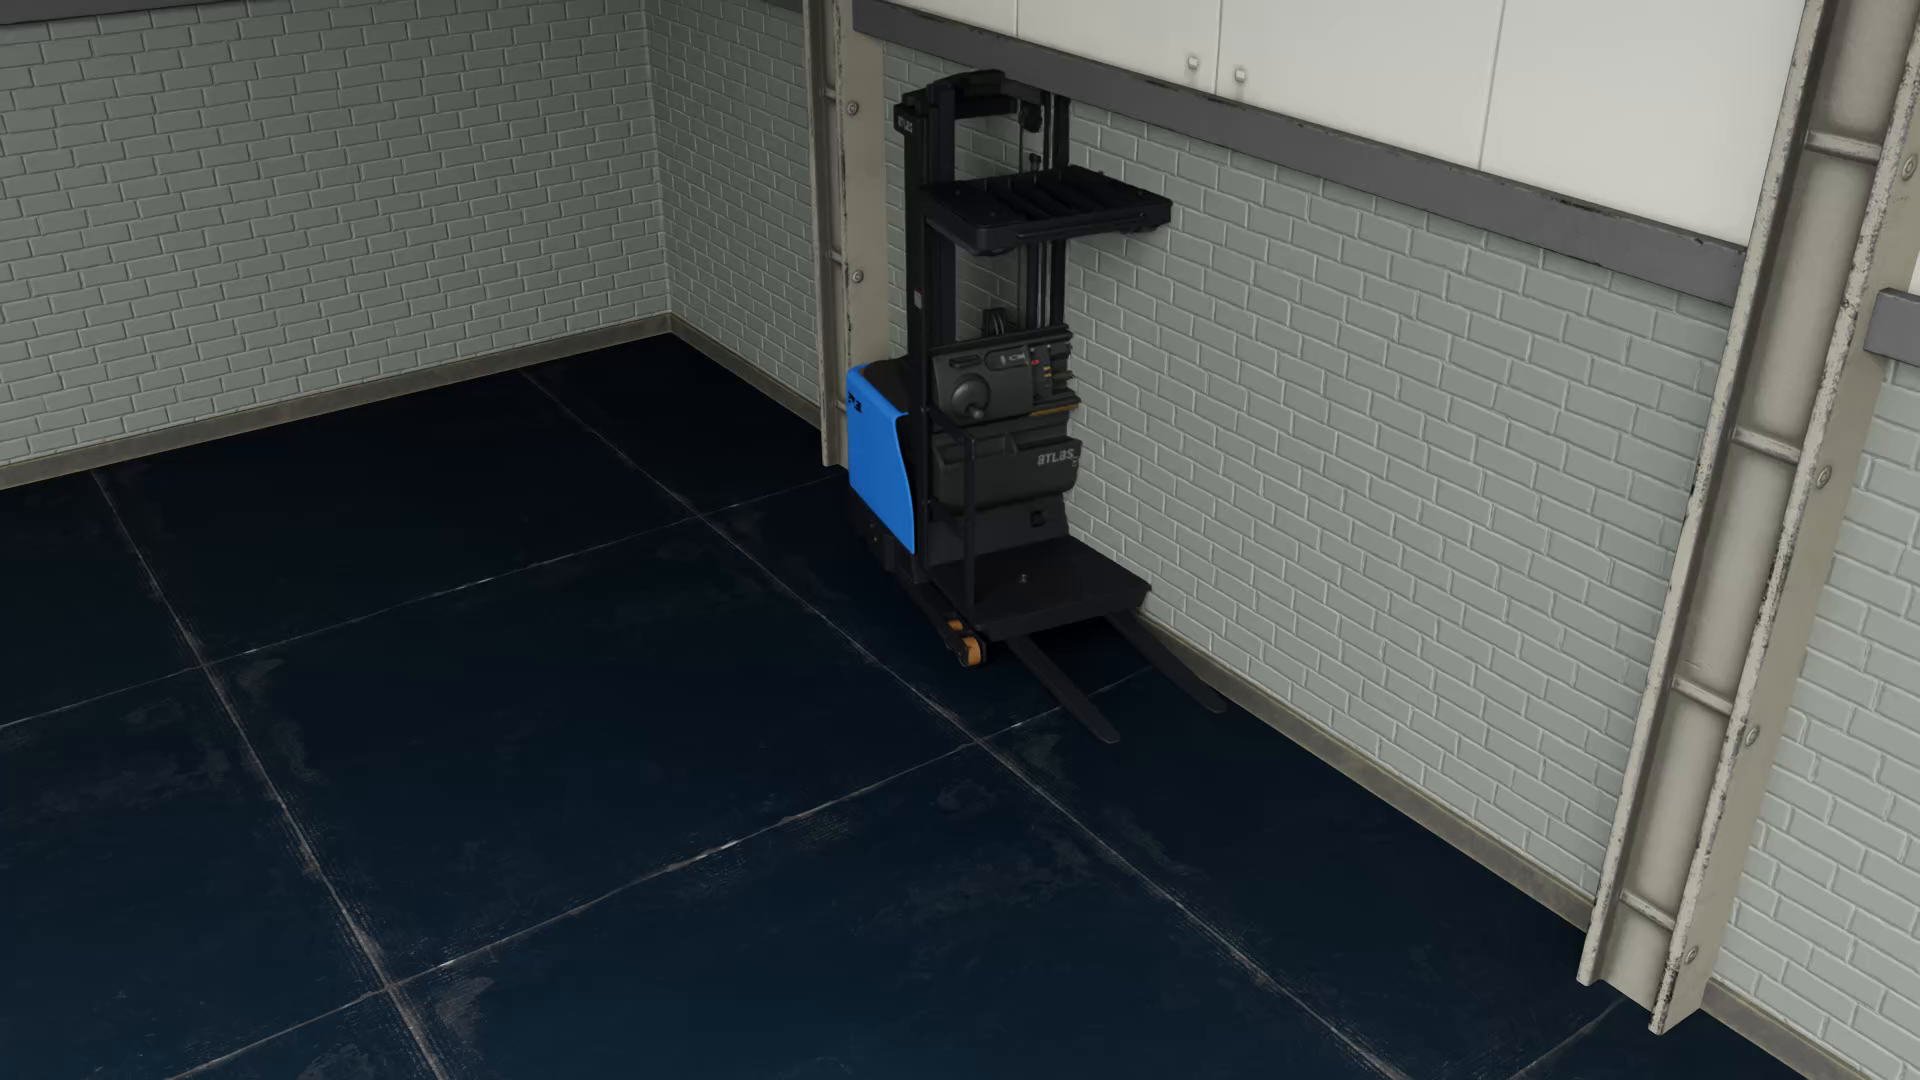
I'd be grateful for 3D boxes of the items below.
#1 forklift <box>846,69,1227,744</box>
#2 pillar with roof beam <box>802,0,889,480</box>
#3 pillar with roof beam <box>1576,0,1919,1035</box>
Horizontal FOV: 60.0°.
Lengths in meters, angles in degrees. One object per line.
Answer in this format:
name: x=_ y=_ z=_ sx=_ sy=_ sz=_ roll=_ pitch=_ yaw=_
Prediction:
forklift: x=0.383 y=-0.838 z=8.722 sx=1.130 sy=2.935 sz=3.031 roll=-12 pitch=31 yaw=-22
pillar with roof beam: x=-4.195 y=-3.241 z=6.789 sx=9.100 sy=9.000 sz=0.400 roll=-19 pitch=34 yaw=-31
pillar with roof beam: x=-0.714 y=-0.909 z=2.494 sx=9.100 sy=9.000 sz=0.400 roll=-19 pitch=34 yaw=-31
